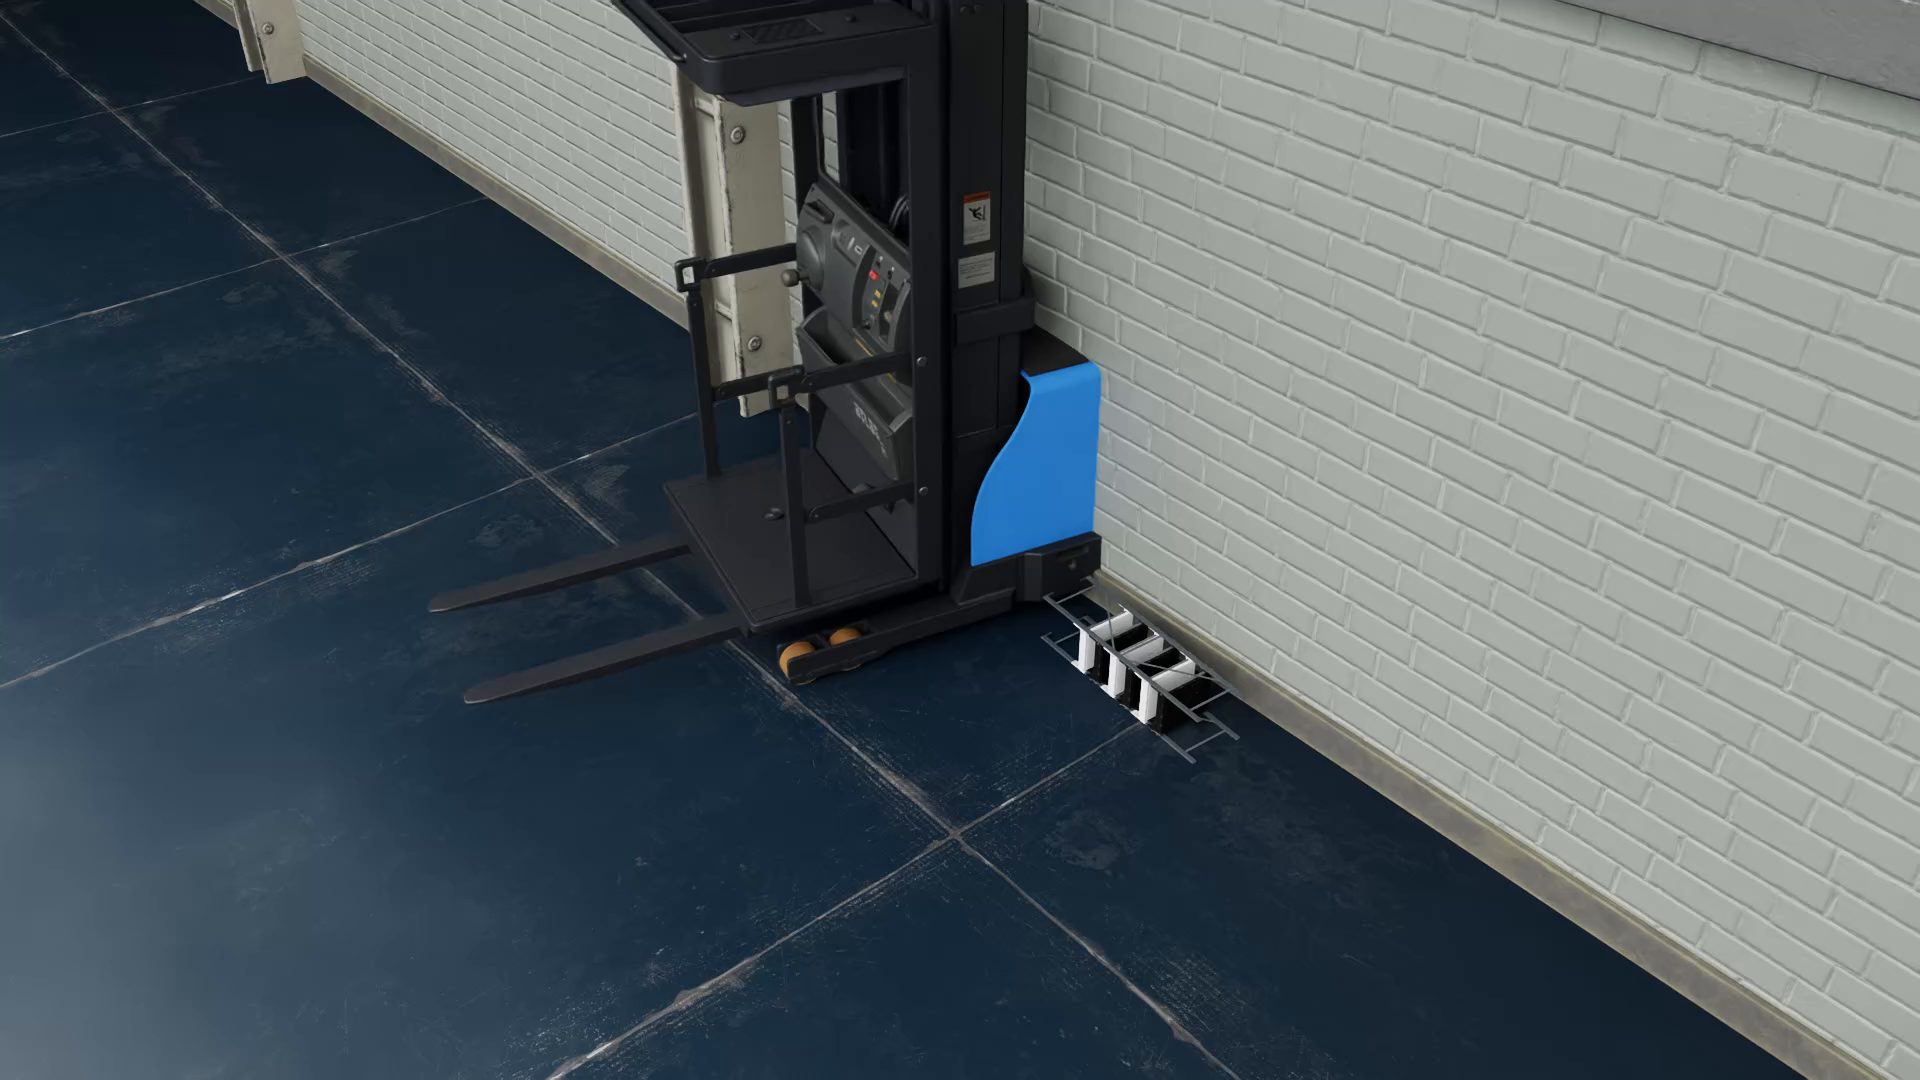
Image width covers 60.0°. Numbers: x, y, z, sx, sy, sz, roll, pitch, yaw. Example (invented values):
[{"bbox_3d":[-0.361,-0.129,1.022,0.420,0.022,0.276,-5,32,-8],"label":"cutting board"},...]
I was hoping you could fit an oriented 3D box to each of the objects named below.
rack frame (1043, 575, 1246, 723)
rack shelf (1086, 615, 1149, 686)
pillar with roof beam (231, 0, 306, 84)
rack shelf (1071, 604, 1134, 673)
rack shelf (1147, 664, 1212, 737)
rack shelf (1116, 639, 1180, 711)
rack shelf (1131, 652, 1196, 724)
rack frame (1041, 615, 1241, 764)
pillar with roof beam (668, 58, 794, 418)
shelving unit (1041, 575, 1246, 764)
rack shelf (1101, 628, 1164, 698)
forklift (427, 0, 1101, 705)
[{"bbox_3d":[0.687,0.399,6.322,0.240,0.006,0.900,-23,42,-29],"label":"rack frame"},{"bbox_3d":[0.614,0.423,6.463,0.258,0.200,0.077,-23,42,-29],"label":"rack shelf"},{"bbox_3d":[-8.211,-5.453,7.164,9.100,9.000,0.400,-26,43,-32],"label":"pillar with roof beam"},{"bbox_3d":[0.562,0.380,6.522,0.258,0.200,0.077,-23,42,-29],"label":"rack shelf"},{"bbox_3d":[0.825,0.594,6.226,0.258,0.200,0.077,-23,42,-29],"label":"rack shelf"},{"bbox_3d":[0.720,0.509,6.344,0.258,0.200,0.077,-23,42,-29],"label":"rack shelf"},{"bbox_3d":[0.772,0.551,6.285,0.258,0.200,0.077,-23,42,-29],"label":"rack shelf"},{"bbox_3d":[0.686,0.564,6.441,0.240,0.006,0.900,-23,42,-29],"label":"rack frame"},{"bbox_3d":[-4.339,-2.804,3.423,9.100,9.000,0.400,-26,43,-32],"label":"pillar with roof beam"},{"bbox_3d":[0.686,0.482,6.382,0.258,0.210,0.900,-23,42,-29],"label":"shelving unit"},{"bbox_3d":[0.667,0.466,6.403,0.258,0.200,0.077,-23,42,-29],"label":"rack shelf"},{"bbox_3d":[-0.585,-0.984,6.104,3.031,2.935,1.130,-16,38,-21],"label":"forklift"}]
